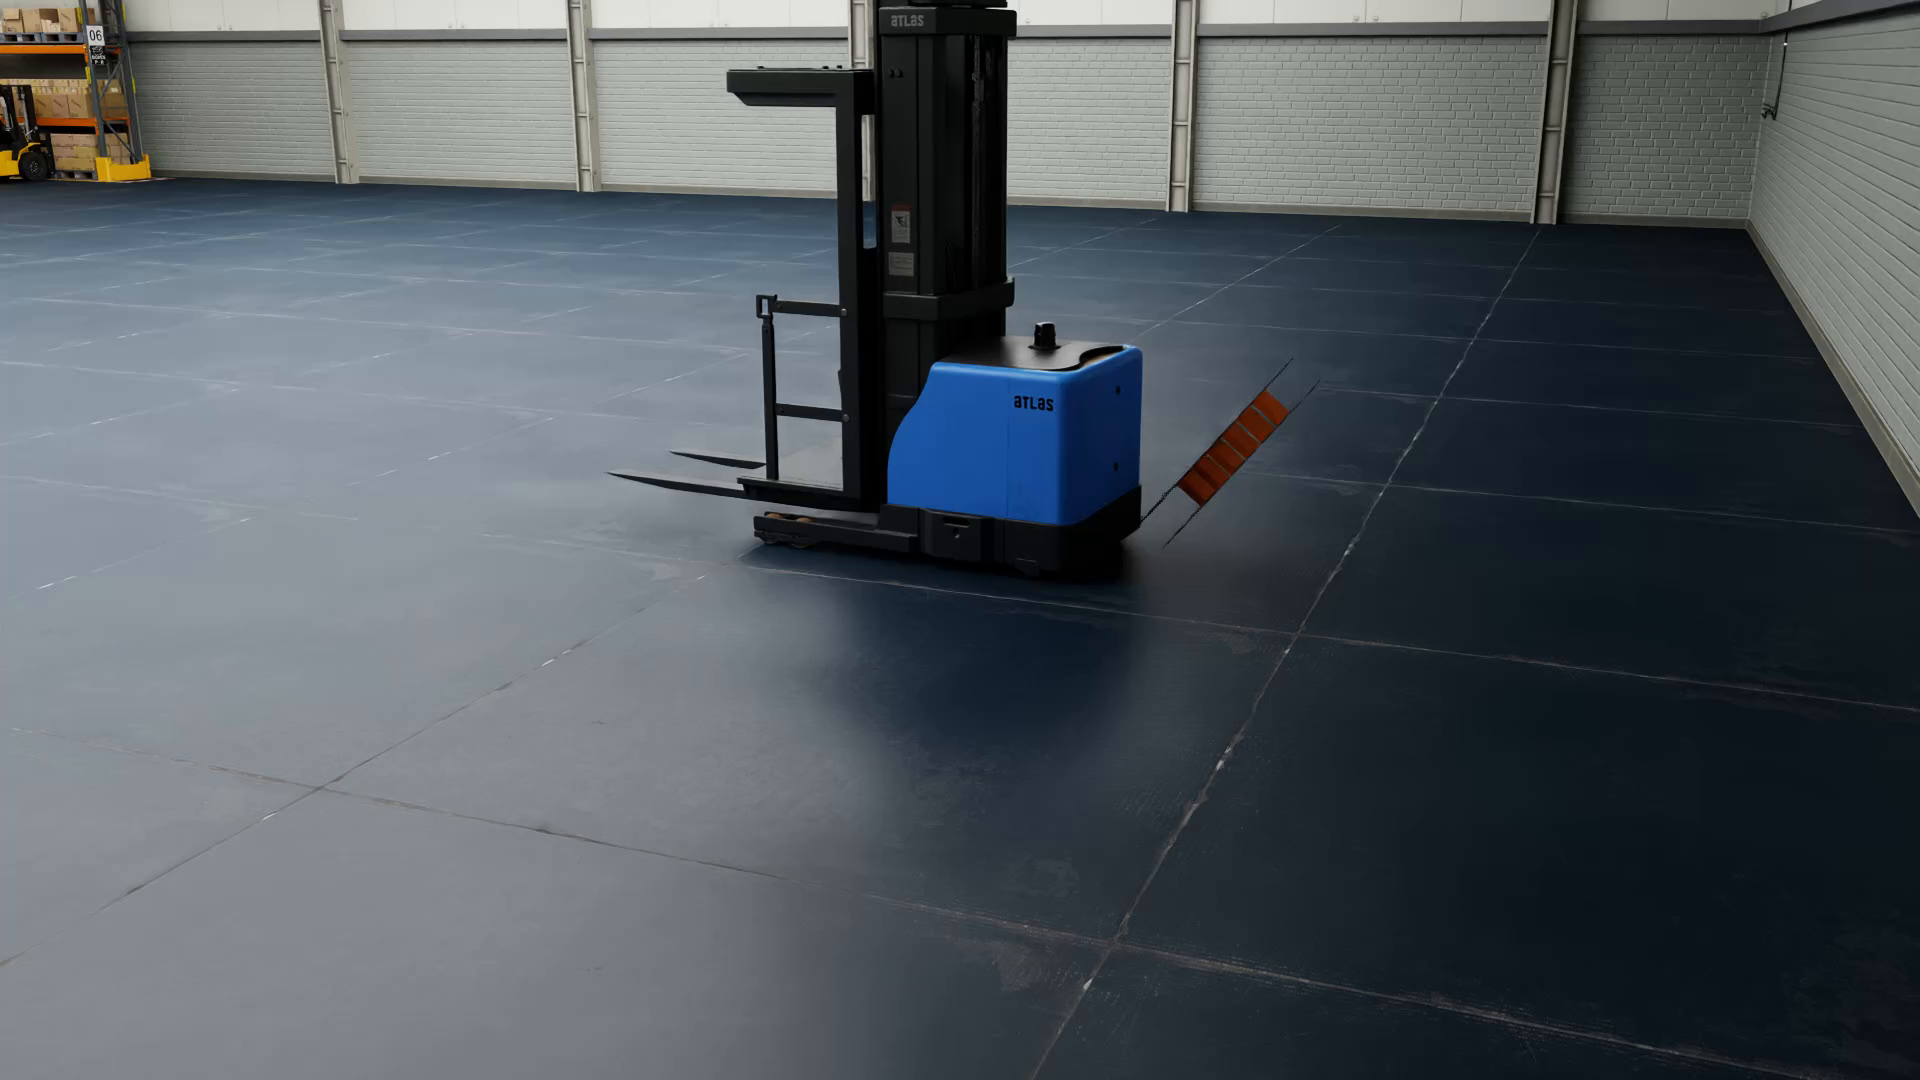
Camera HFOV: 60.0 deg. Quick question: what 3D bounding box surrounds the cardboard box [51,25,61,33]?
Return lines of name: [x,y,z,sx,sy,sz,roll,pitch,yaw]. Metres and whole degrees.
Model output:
cardboard box: [-19.094,-10.875,35.391,0.250,0.149,0.380,6,17,19]

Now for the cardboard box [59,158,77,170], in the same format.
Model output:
cardboard box: [-19.224,-8.200,36.217,0.500,0.250,0.500,6,17,21]

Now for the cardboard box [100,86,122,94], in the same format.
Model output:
cardboard box: [-18.432,-9.761,36.072,0.250,0.149,0.380,6,17,19]

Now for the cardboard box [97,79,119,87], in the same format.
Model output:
cardboard box: [-18.446,-9.891,35.989,0.250,0.149,0.380,6,17,20]

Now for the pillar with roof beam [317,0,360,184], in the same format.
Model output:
pillar with roof beam: [-14.527,-10.755,30.079,0.400,9.000,9.100,6,17,21]

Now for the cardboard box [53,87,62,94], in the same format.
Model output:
cardboard box: [-19.331,-9.711,35.900,0.250,0.149,0.380,6,17,20]

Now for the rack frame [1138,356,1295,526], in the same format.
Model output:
rack frame: [1.364,-0.524,8.875,0.006,1.200,0.240,43,24,5]

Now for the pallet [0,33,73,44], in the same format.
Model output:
pallet: [-19.999,-10.901,36.120,1.213,0.211,1.003,6,17,21]

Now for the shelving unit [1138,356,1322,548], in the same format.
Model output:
shelving unit: [1.431,-0.462,8.868,0.189,1.200,0.258,43,24,5]

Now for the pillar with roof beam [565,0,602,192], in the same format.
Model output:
pillar with roof beam: [-8.946,-10.141,27.965,0.400,9.000,9.100,6,17,21]

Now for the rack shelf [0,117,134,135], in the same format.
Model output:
rack shelf: [-20.073,-9.158,36.631,4.000,0.370,1.077,6,17,21]

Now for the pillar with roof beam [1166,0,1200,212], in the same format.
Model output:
pillar with roof beam: [2.217,-8.914,23.737,0.400,9.000,9.100,6,17,21]

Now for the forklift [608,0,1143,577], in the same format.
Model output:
forklift: [-0.560,-1.485,9.031,3.031,2.935,1.130,8,18,25]

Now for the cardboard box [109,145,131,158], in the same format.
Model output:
cardboard box: [-18.573,-8.522,36.432,0.500,0.250,0.500,7,17,22]

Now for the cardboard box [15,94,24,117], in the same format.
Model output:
cardboard box: [-20.194,-9.486,36.289,0.500,0.500,0.500,6,17,21]

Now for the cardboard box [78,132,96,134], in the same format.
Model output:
cardboard box: [-19.056,-8.809,36.522,0.500,0.250,0.500,6,17,21]

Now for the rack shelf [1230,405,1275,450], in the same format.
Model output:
rack shelf: [1.547,-0.597,8.788,0.180,0.103,0.258,43,24,5]

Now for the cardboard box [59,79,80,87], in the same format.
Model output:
cardboard box: [-19.117,-9.821,35.745,0.250,0.149,0.380,7,17,22]

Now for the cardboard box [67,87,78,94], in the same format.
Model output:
cardboard box: [-18.886,-9.640,35.657,0.250,0.149,0.380,7,17,22]

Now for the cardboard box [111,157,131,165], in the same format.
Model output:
cardboard box: [-18.597,-8.281,36.498,0.500,0.250,0.500,6,17,21]

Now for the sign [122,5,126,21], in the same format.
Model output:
sign: [-18.003,-11.341,35.768,0.005,0.325,0.100,6,17,21]

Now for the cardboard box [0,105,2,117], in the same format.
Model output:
cardboard box: [-21.125,-9.594,36.663,0.500,0.500,0.500,7,17,22]

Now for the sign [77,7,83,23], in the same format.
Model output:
sign: [-18.424,-10.988,34.815,0.005,0.325,0.100,6,17,21]

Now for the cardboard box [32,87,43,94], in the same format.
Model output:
cardboard box: [-19.840,-9.746,36.023,0.250,0.149,0.380,6,17,21]

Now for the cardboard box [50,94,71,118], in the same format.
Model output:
cardboard box: [-19.245,-9.385,35.942,0.500,0.500,0.500,7,18,22]

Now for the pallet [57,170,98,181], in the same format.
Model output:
pallet: [-18.939,-8.028,36.446,1.213,0.211,1.003,6,17,21]

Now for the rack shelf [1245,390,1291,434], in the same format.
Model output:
rack shelf: [1.619,-0.680,8.739,0.180,0.103,0.258,43,24,5]

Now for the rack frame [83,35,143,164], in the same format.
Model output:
rack frame: [-18.212,-9.299,35.826,0.127,3.000,1.000,6,17,21]

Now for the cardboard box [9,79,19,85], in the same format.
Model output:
cardboard box: [-20.518,-9.990,36.329,0.250,0.149,0.380,6,17,20]

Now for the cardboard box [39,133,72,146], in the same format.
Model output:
cardboard box: [-19.705,-8.727,36.238,0.500,0.250,0.500,7,17,21]

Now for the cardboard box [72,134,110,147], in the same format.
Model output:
cardboard box: [-18.755,-8.627,35.895,0.500,0.250,0.500,7,18,22]

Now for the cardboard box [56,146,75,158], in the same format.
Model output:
cardboard box: [-19.242,-8.443,36.159,0.500,0.250,0.500,6,17,20]

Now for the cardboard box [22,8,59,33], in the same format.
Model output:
cardboard box: [-19.629,-11.150,35.709,0.500,0.500,0.700,6,17,21]

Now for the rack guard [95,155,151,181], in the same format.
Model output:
rack guard: [-18.190,-8.096,36.166,0.348,0.500,1.175,6,17,21]

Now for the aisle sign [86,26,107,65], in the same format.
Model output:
aisle sign: [-18.259,-10.465,35.178,0.004,0.787,0.394,6,17,21]

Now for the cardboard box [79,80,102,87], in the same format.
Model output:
cardboard box: [-18.623,-9.784,35.618,0.250,0.149,0.380,6,17,21]

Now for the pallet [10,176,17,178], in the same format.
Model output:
pallet: [-21.209,-8.277,37.306,1.213,0.211,1.003,6,17,21]

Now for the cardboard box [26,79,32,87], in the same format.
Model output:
cardboard box: [-20.052,-9.939,36.153,0.250,0.149,0.380,7,17,21]

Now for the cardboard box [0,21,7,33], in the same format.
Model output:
cardboard box: [-20.664,-11.103,35.969,0.258,0.266,0.396,6,17,19]

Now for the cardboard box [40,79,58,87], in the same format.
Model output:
cardboard box: [-19.604,-9.863,35.892,0.250,0.149,0.380,7,18,22]

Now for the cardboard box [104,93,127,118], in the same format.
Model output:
cardboard box: [-18.571,-9.470,36.234,0.500,0.500,0.500,7,18,22]

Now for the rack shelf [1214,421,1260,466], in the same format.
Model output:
rack shelf: [1.476,-0.514,8.837,0.180,0.103,0.258,43,24,5]
